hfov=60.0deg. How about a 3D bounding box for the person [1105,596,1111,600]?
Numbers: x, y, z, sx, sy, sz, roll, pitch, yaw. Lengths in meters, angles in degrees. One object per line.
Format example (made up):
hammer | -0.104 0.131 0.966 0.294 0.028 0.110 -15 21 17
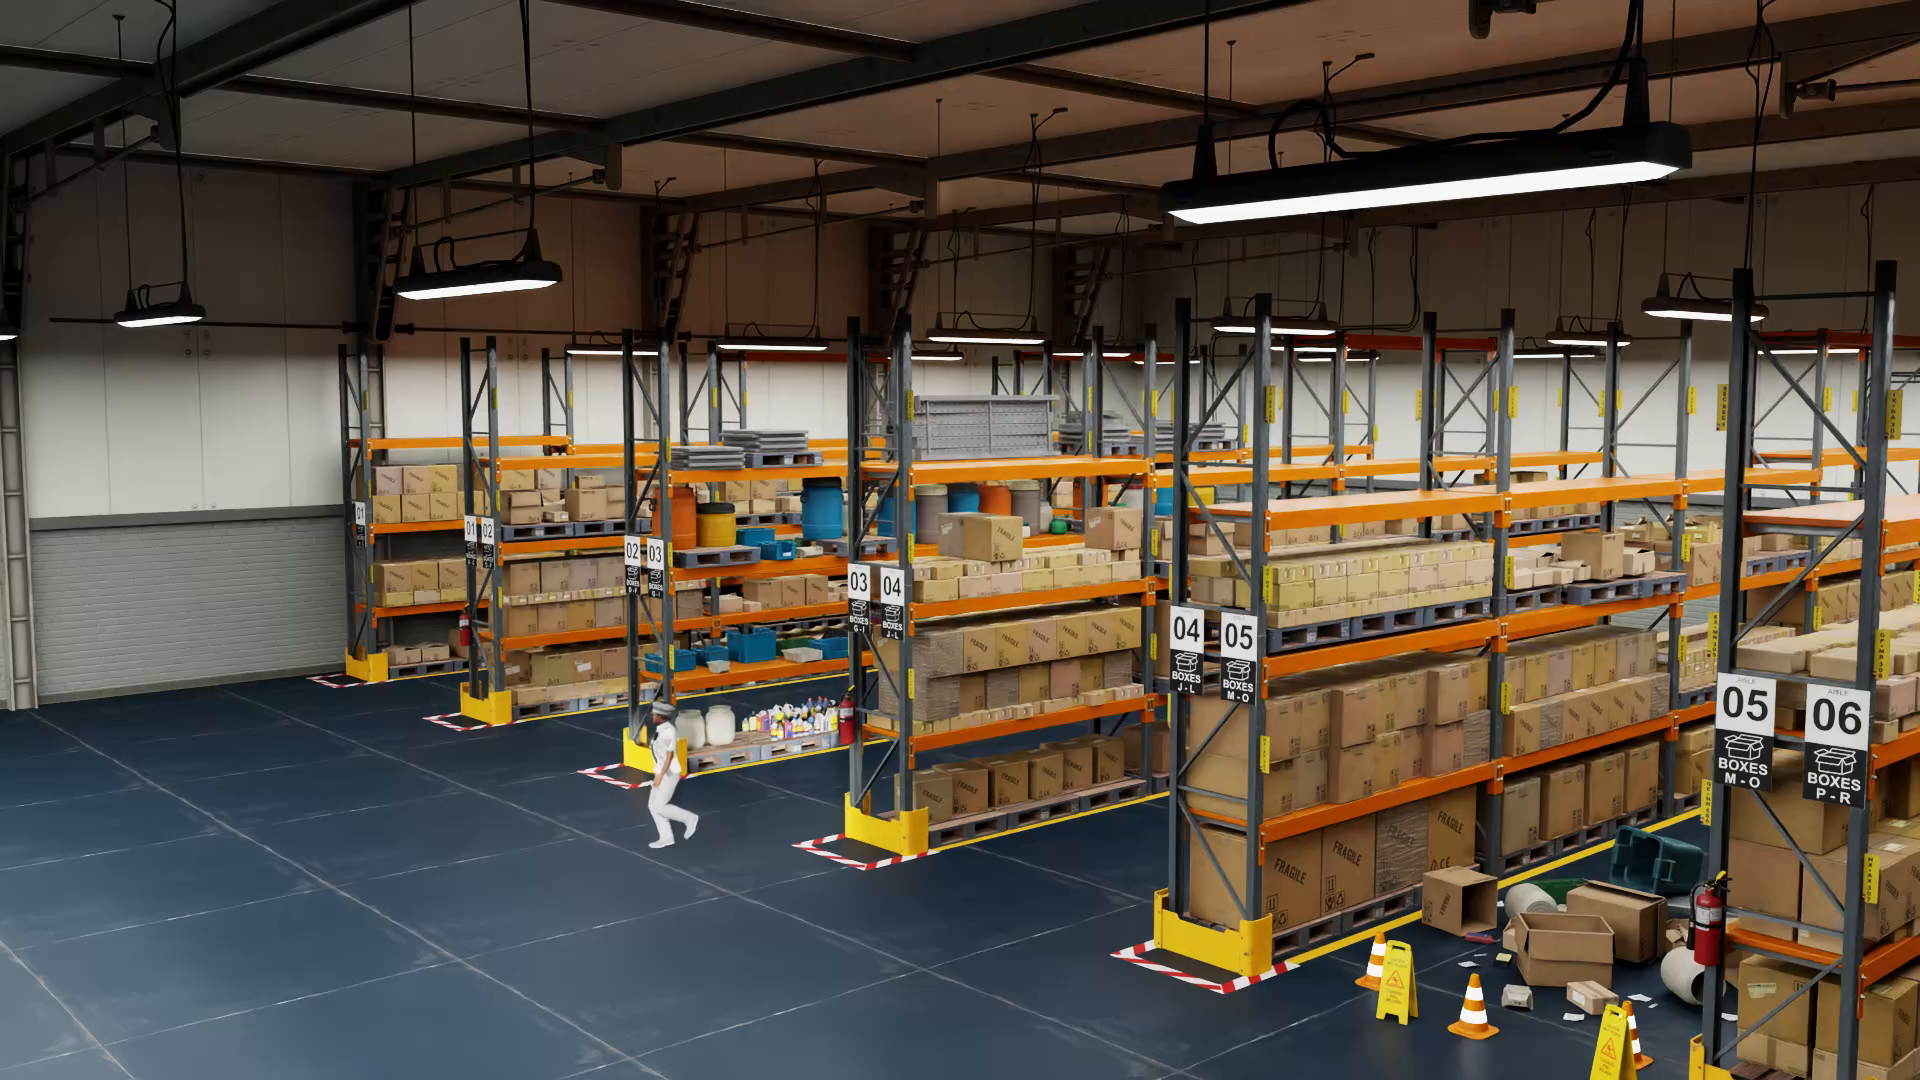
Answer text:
person | 3.363 0.884 38.044 0.439 1.597 0.590 -4 6 -35

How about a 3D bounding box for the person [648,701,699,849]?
person | -3.282 2.660 18.929 0.562 1.649 0.504 -2 5 -20
